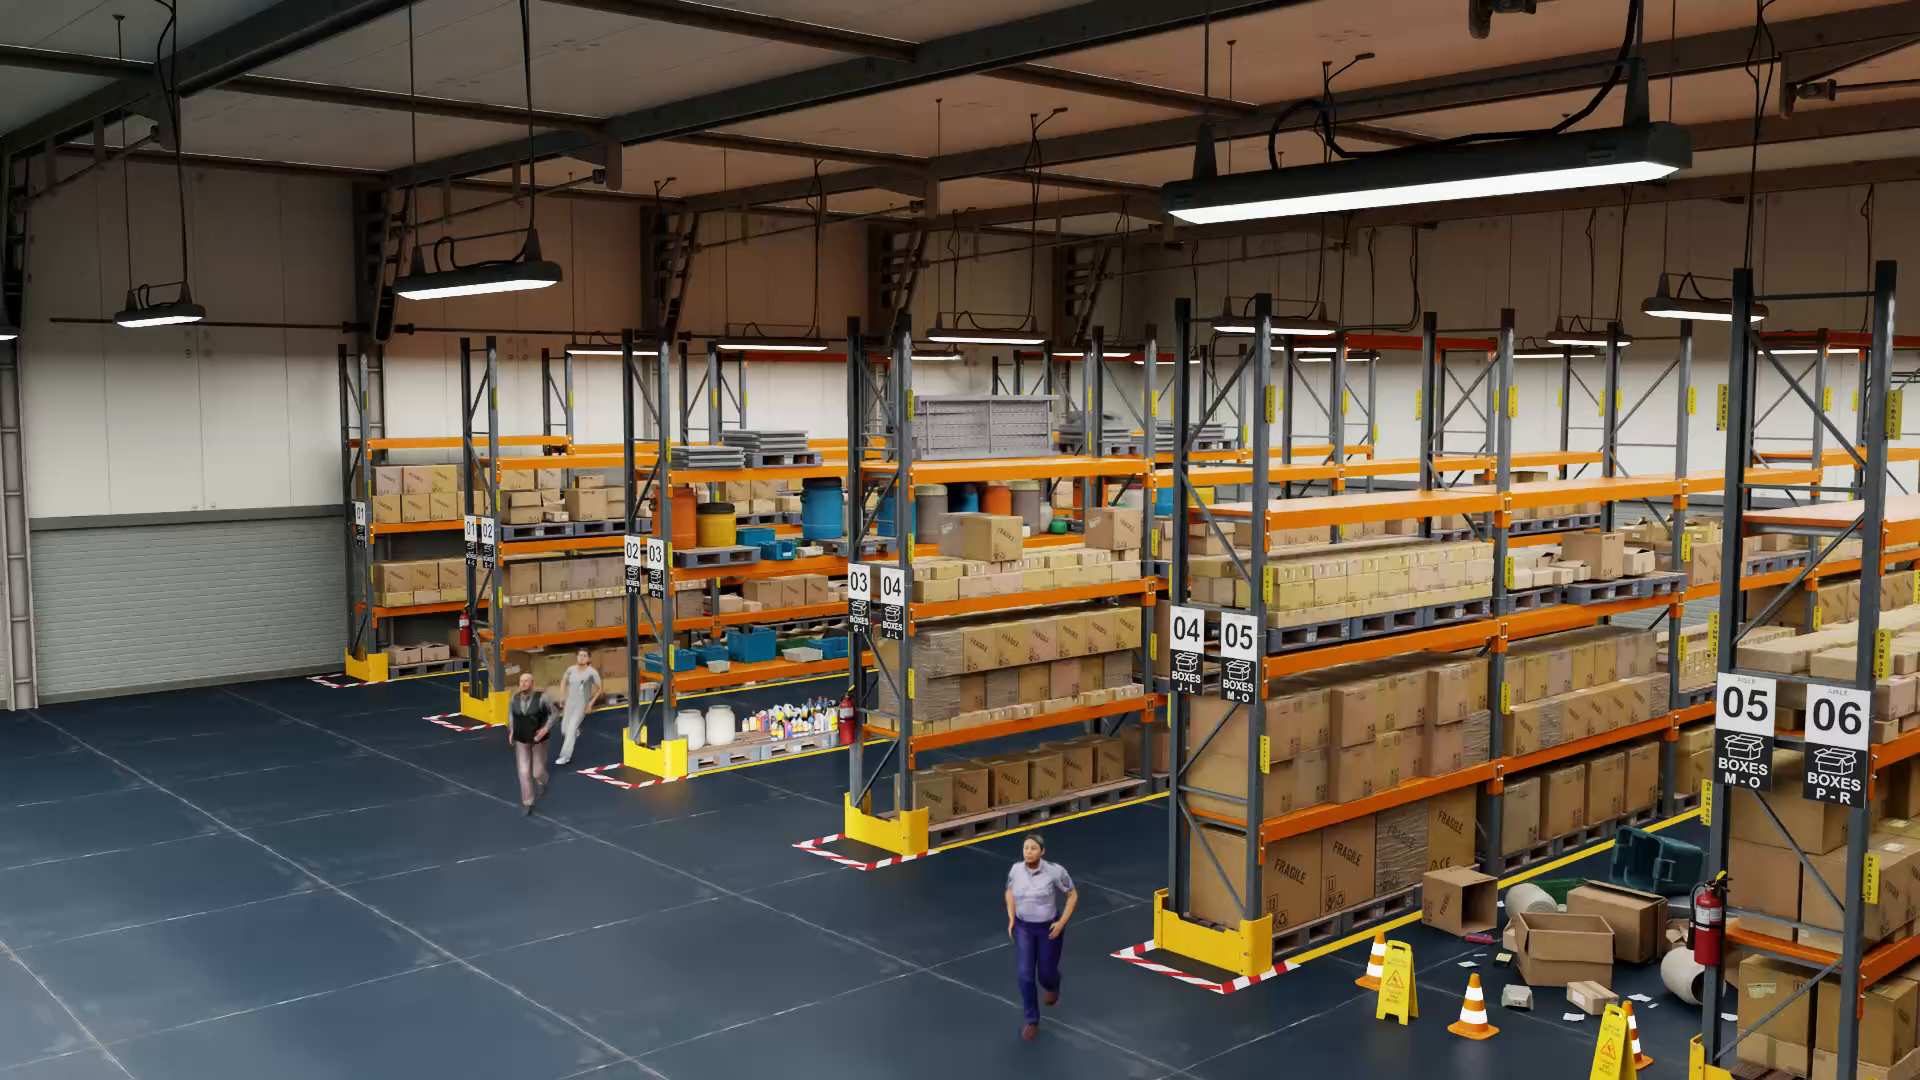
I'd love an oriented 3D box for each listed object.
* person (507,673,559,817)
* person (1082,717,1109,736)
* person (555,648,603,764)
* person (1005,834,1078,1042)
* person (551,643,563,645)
[{"bbox_3d":[-5.262,2.486,20.521,0.662,1.737,0.770,0,5,1],"label":"person"},{"bbox_3d":[1.905,2.178,24.391,0.560,1.615,0.639,-5,7,-44],"label":"person"},{"bbox_3d":[-5.283,2.298,23.158,0.603,1.583,0.639,1,5,8],"label":"person"},{"bbox_3d":[0.663,3.166,13.479,0.613,1.649,0.671,2,5,19],"label":"person"},{"bbox_3d":[-6.949,1.787,29.065,0.547,1.584,0.759,5,7,44],"label":"person"}]
